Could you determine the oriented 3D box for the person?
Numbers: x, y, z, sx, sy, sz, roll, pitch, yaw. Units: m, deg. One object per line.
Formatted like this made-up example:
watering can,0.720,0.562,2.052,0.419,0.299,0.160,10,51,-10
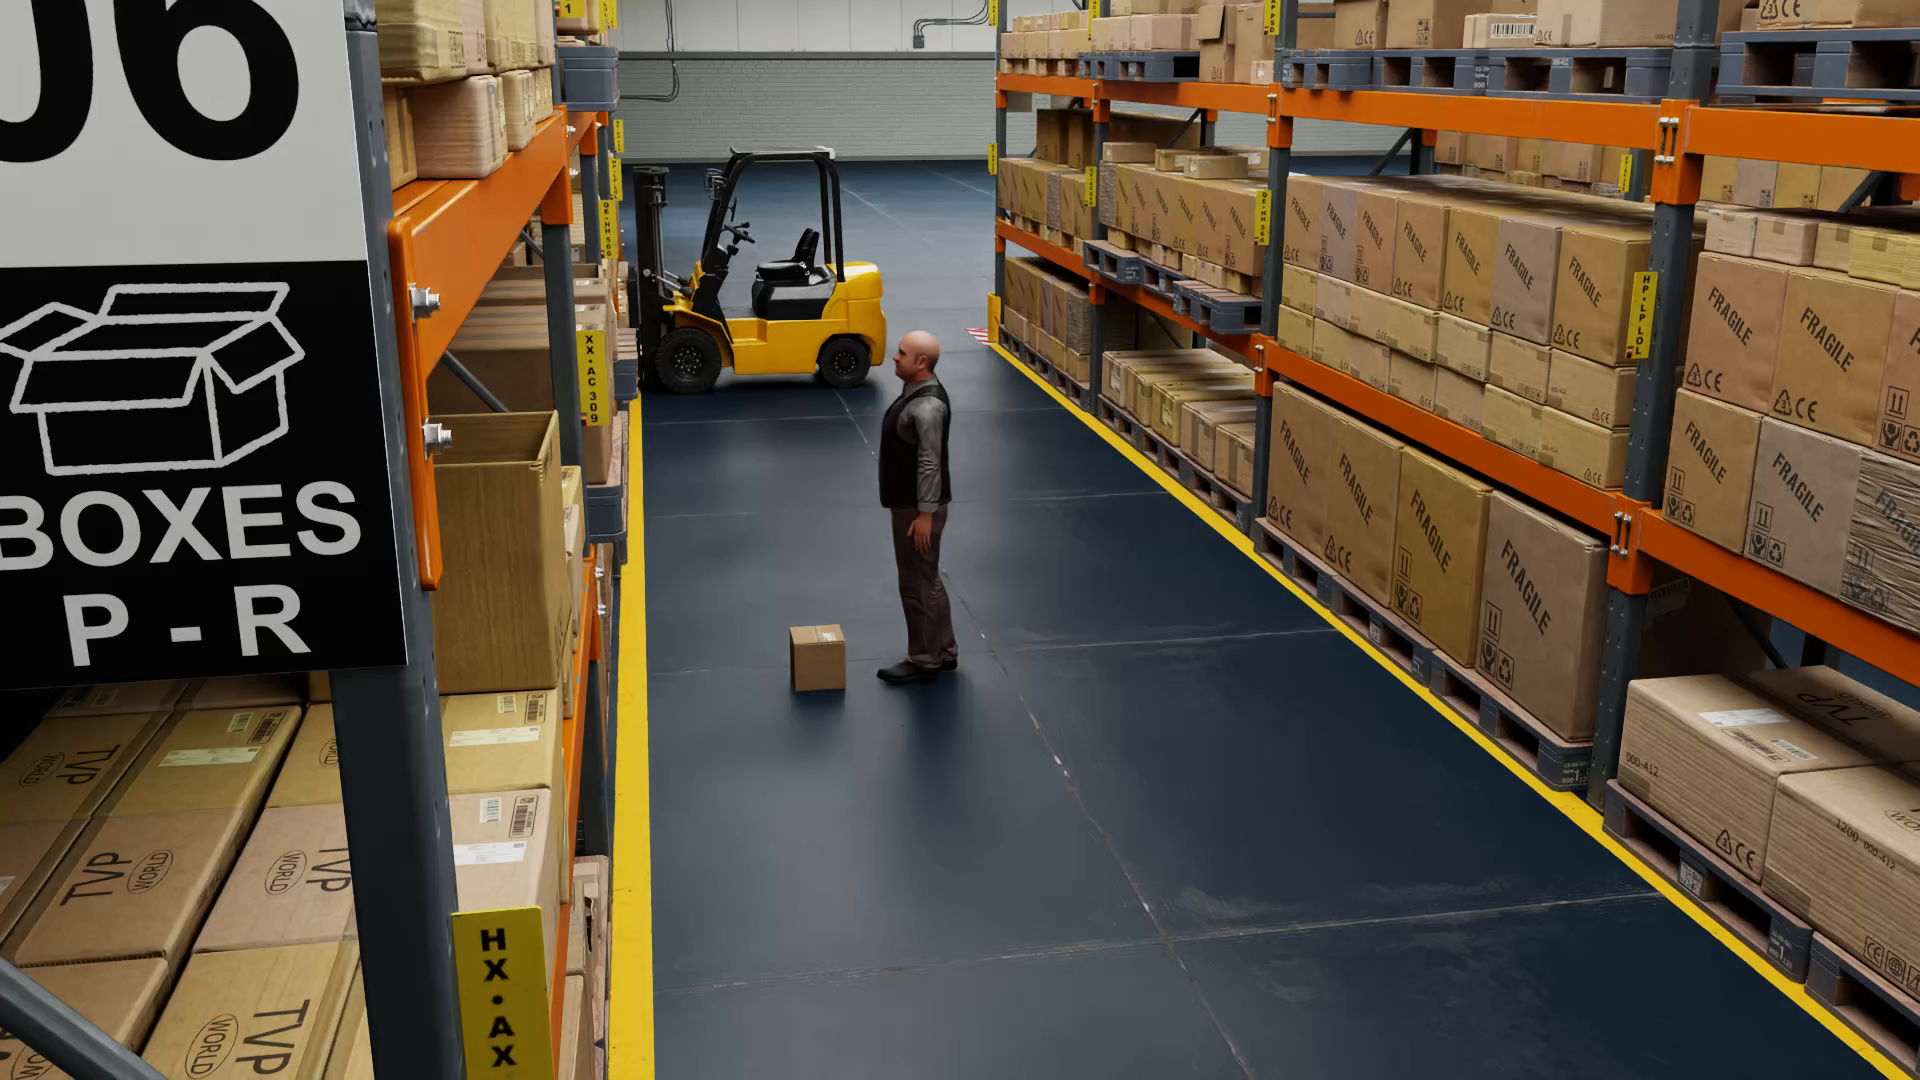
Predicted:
person,-0.213,-0.124,8.104,0.409,1.639,0.566,0,16,-1
